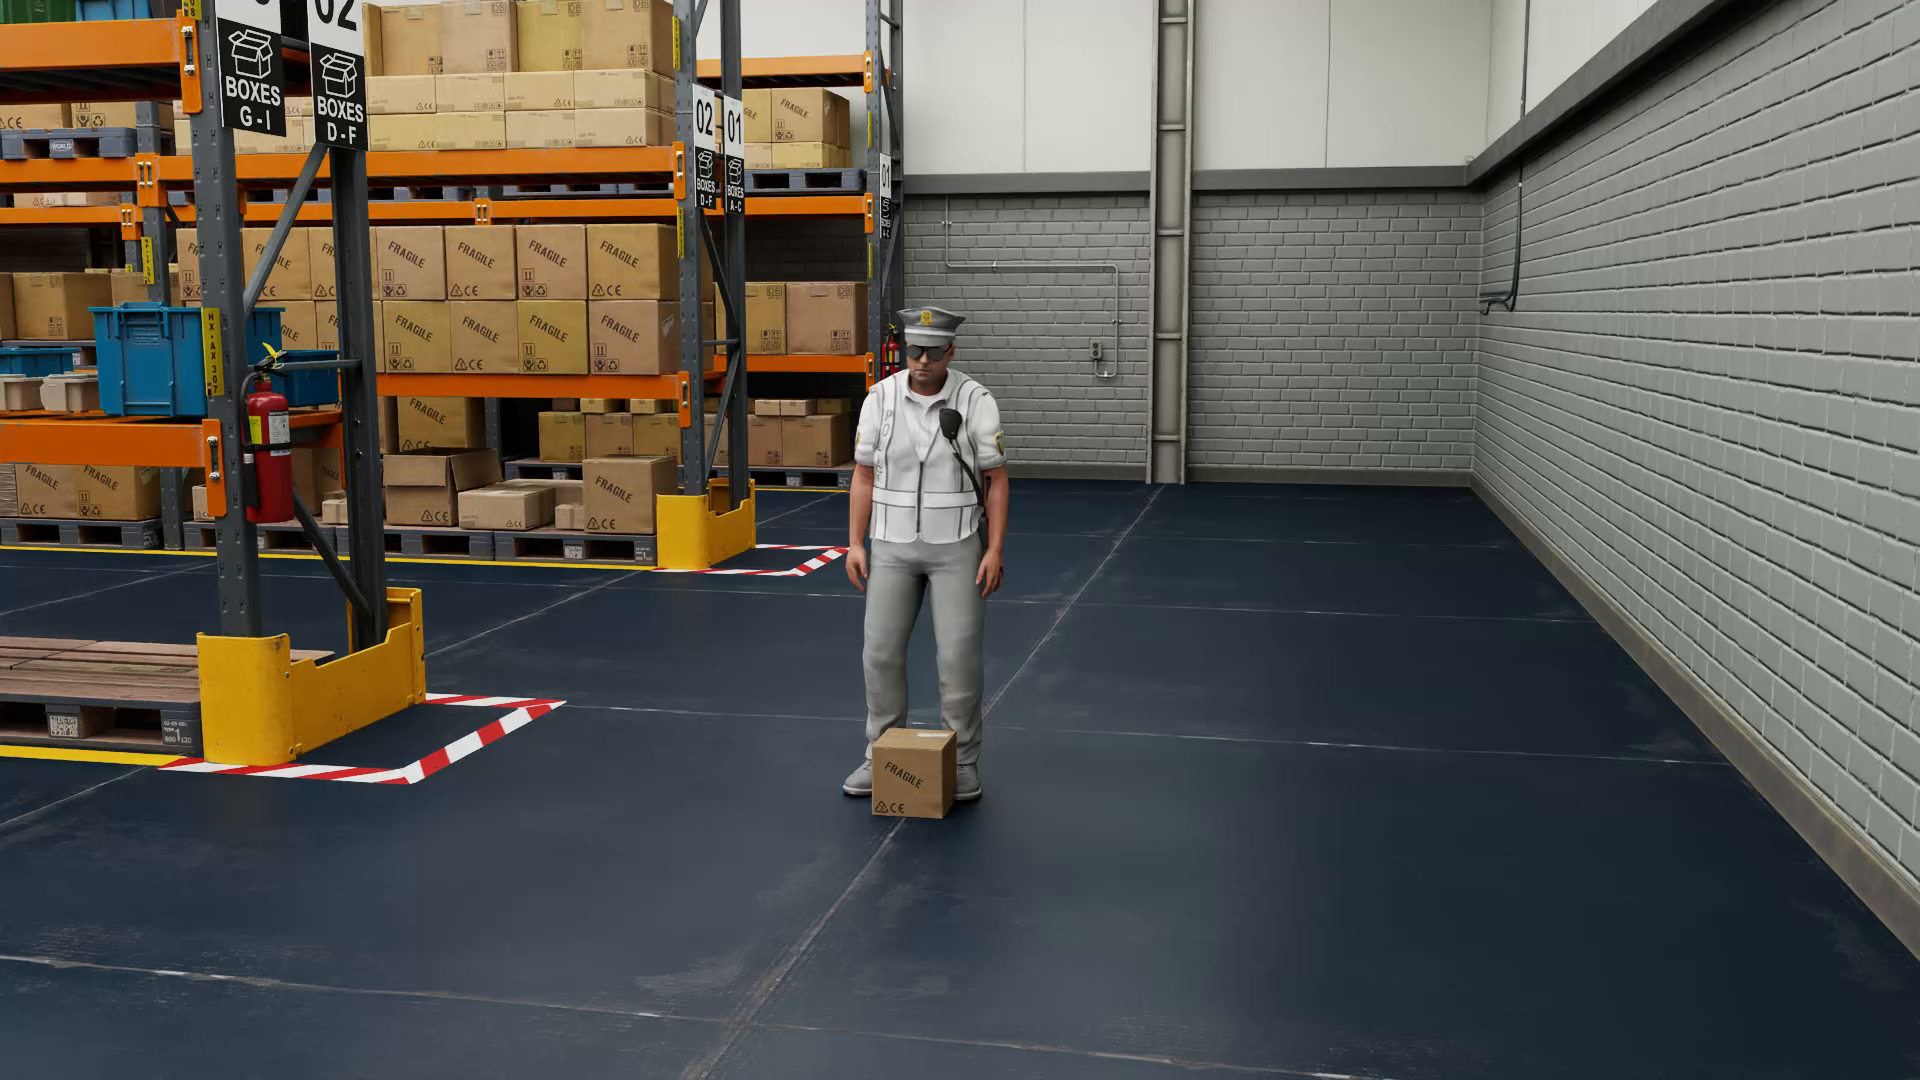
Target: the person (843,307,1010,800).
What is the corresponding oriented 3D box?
[{"bbox_3d":[-0.116,0.038,6.011,0.589,1.747,0.443,1,8,8],"label":"person"}]
